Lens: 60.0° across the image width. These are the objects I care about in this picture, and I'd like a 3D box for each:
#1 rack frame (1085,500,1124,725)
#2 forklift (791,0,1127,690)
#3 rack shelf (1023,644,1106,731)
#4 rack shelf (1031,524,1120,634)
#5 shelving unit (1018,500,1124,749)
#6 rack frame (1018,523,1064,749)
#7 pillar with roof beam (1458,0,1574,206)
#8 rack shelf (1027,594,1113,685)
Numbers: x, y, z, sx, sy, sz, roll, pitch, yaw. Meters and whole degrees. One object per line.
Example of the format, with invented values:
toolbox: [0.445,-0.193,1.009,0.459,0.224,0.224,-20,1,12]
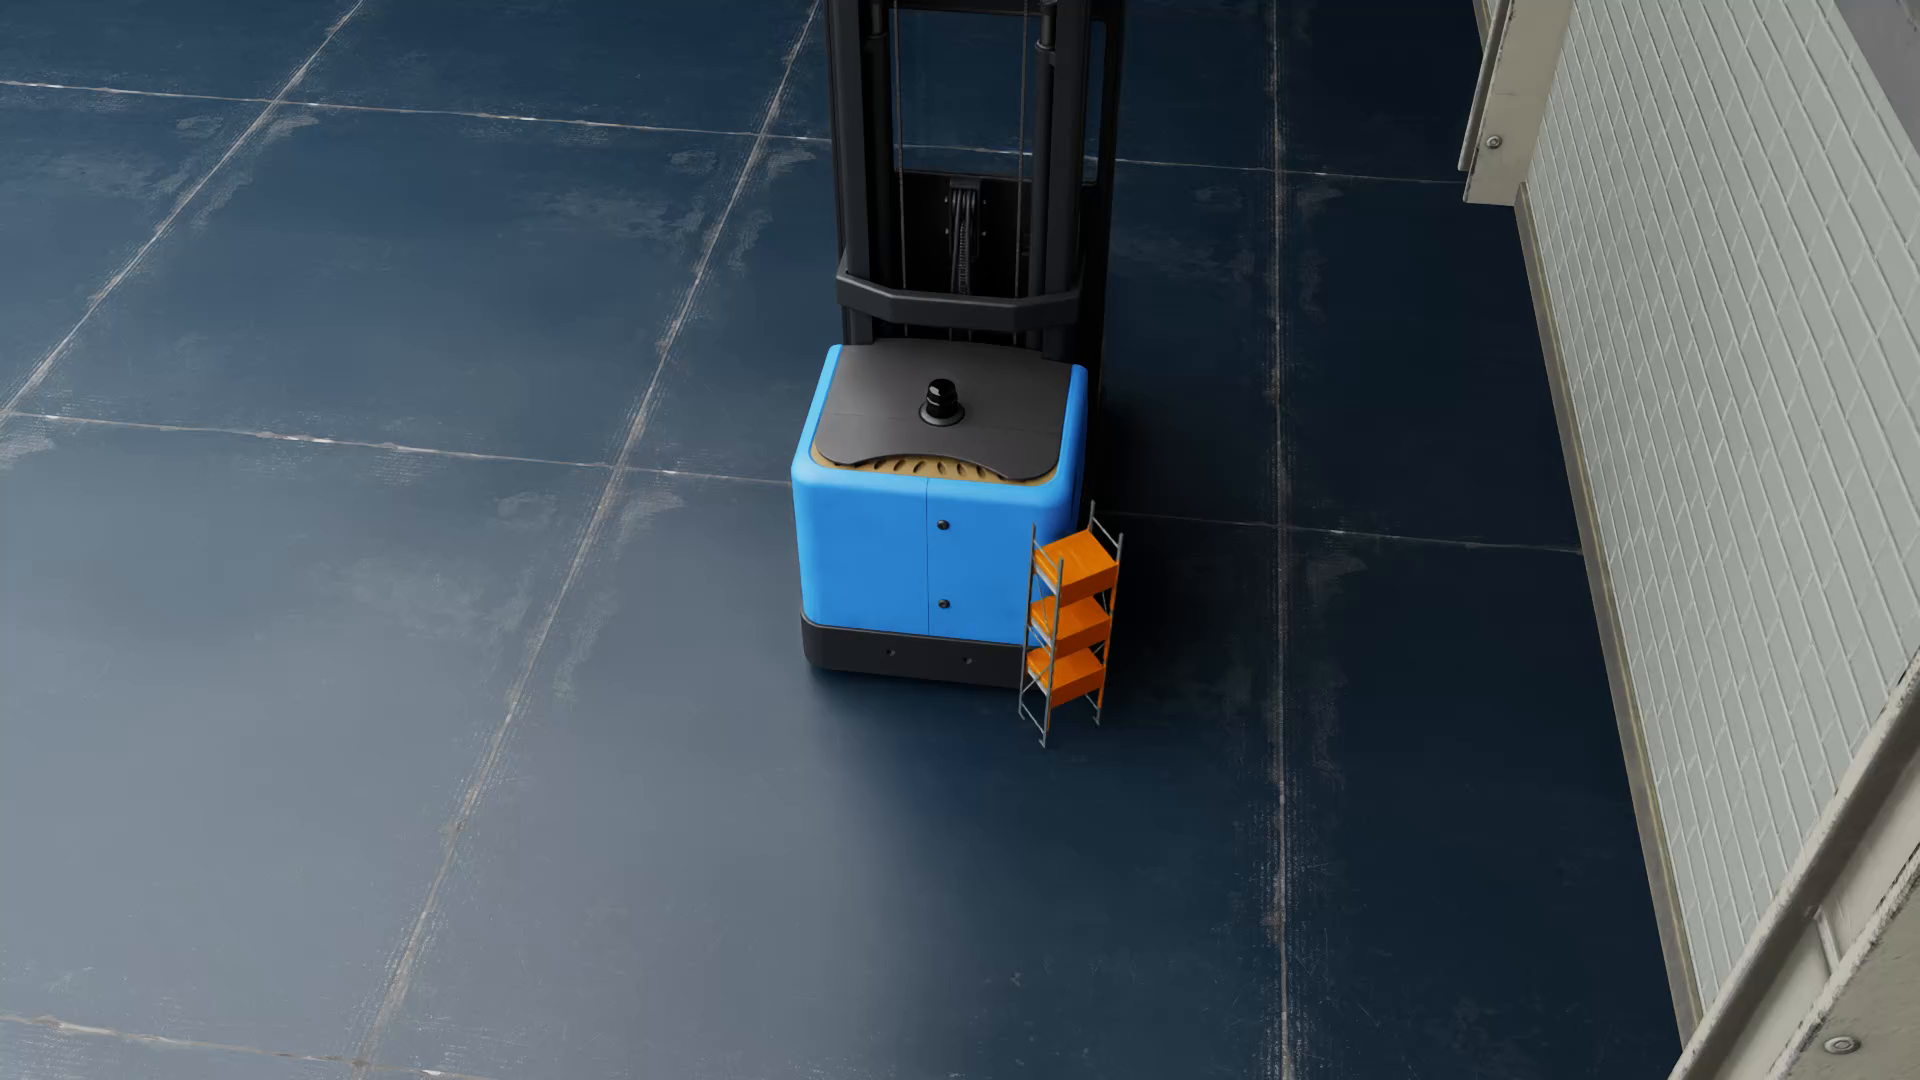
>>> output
rack frame: [0.504,0.290,6.174,0.008,1.050,0.200,-21,50,-21]
forklift: [0.086,-1.493,6.695,1.130,2.935,3.031,5,44,6]
rack shelf: [0.391,0.532,6.337,0.240,0.259,0.215,-21,50,-21]
rack shelf: [0.403,0.139,5.936,0.240,0.259,0.215,-21,50,-21]
shelving unit: [0.397,0.331,6.131,0.252,1.050,0.215,-21,50,-21]
rack frame: [0.291,0.371,6.088,0.008,1.050,0.200,-21,50,-21]
pillar with roof beam: [-1.292,-5.655,6.677,9.100,9.000,0.400,5,44,6]
rack shelf: [0.397,0.338,6.138,0.240,0.259,0.215,-21,50,-21]
